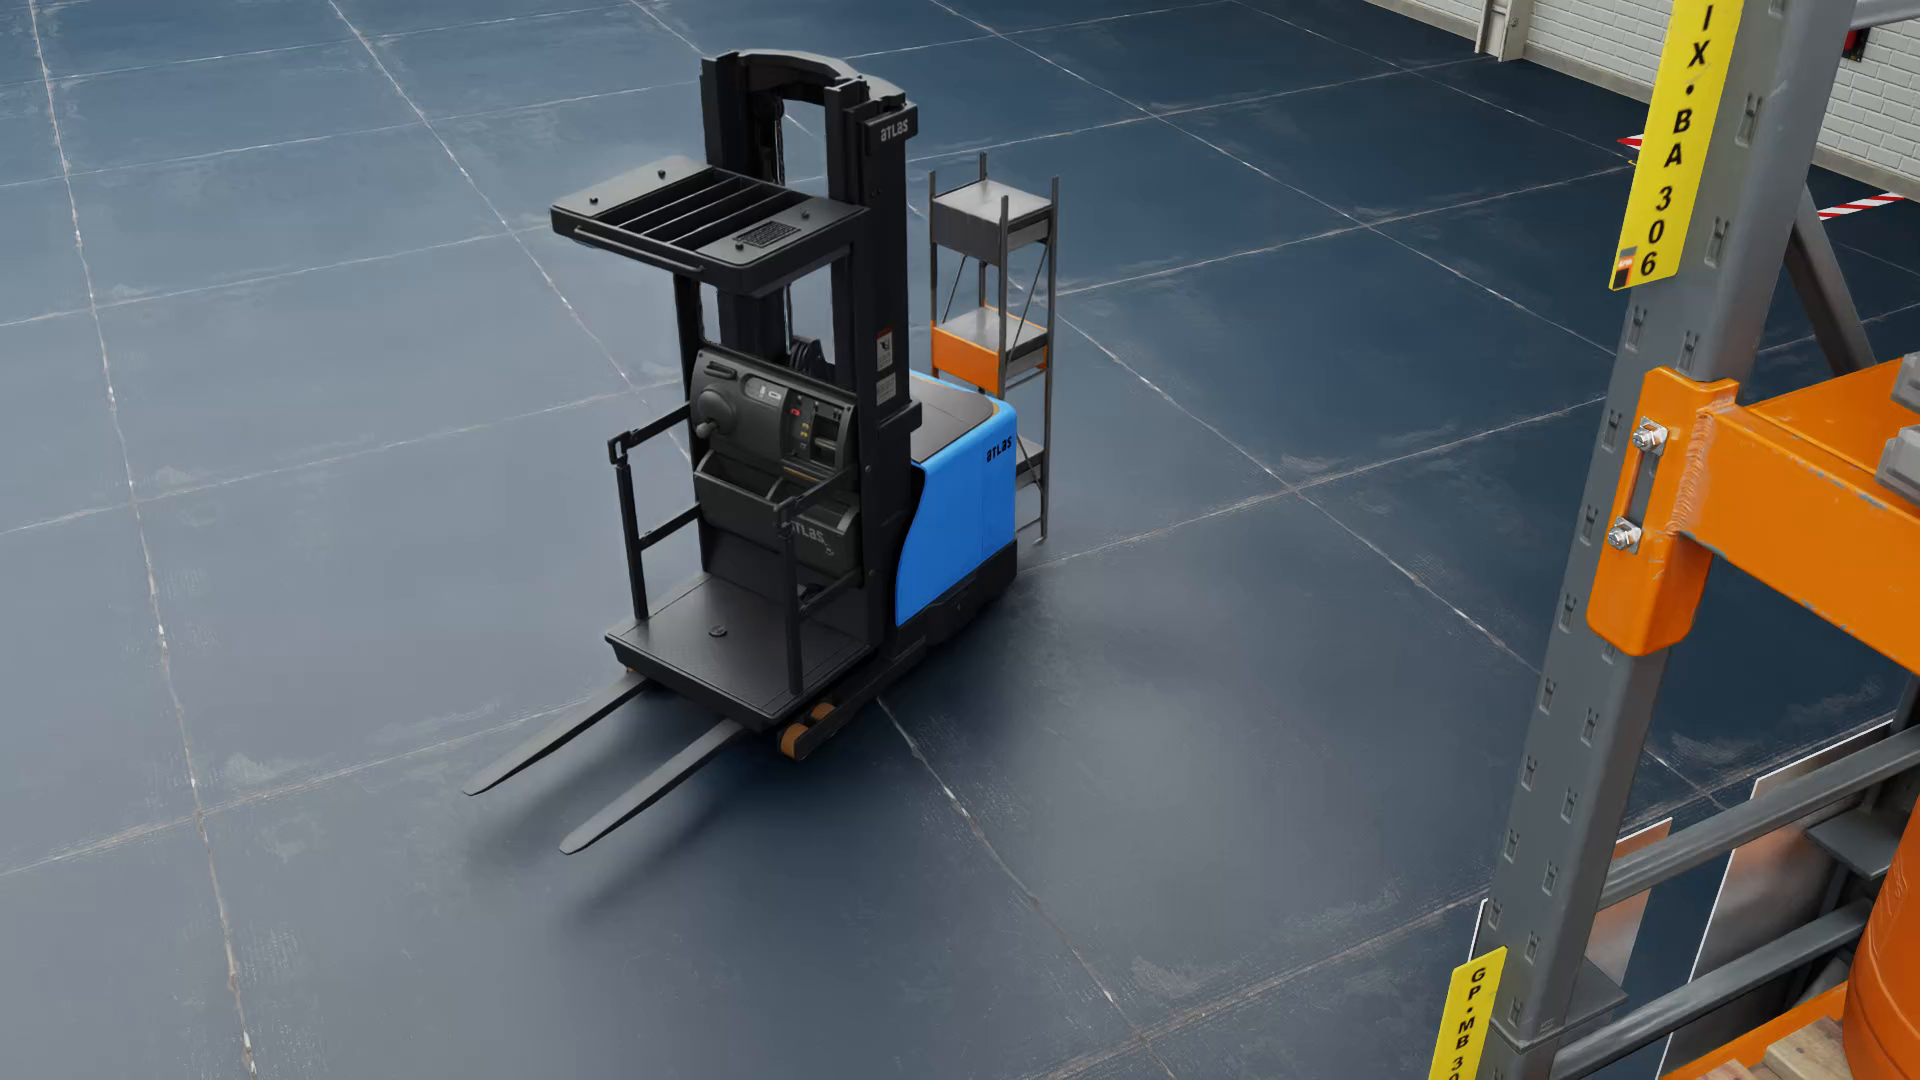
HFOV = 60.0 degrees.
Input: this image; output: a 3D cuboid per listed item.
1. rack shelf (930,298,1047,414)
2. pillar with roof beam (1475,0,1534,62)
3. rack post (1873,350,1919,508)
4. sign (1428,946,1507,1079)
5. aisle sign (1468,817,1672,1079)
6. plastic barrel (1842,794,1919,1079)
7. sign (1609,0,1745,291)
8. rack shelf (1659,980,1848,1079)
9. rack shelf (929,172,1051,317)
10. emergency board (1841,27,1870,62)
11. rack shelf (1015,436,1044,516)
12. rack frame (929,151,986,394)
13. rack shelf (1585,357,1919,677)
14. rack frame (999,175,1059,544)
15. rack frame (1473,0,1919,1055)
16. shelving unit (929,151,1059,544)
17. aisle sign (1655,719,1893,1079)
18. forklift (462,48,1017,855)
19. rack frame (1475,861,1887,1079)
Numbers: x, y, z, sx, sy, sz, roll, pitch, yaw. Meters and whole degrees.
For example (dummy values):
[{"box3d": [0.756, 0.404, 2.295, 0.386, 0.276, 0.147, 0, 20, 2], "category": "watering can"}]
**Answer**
[{"box3d": [0.165, -0.903, 8.739, 0.480, 0.518, 0.431, 28, 42, 36], "category": "rack shelf"}, {"box3d": [1.701, -7.668, 12.876, 9.100, 9.000, 0.400, -16, 36, -23], "category": "pillar with roof beam"}, {"box3d": [1.489, -0.045, 1.442, 0.937, 0.300, 0.954, -12, 35, -18], "category": "rack post"}, {"box3d": [0.760, 0.747, 2.514, 0.100, 0.325, 0.005, -16, 36, -23], "category": "sign"}, {"box3d": [0.956, 0.822, 2.776, 0.394, 0.787, 0.004, -16, 36, -23], "category": "aisle sign"}, {"box3d": [1.588, 0.457, 2.188, 0.600, 0.830, 0.708, -16, 36, -23], "category": "plastic barrel"}, {"box3d": [0.760, -0.424, 1.764, 0.100, 0.325, 0.005, -16, 36, -23], "category": "sign"}, {"box3d": [2.181, 1.872, 1.434, 1.077, 0.370, 4.000, -16, 36, -23], "category": "rack shelf"}, {"box3d": [0.165, -1.493, 8.361, 0.480, 0.518, 0.431, 28, 42, 36], "category": "rack shelf"}, {"box3d": [7.189, -4.550, 13.571, 0.194, 1.169, 0.643, -16, 36, -23], "category": "emergency board"}, {"box3d": [0.165, -0.314, 9.116, 0.480, 0.518, 0.431, 28, 42, 36], "category": "rack shelf"}, {"box3d": [-0.010, -1.006, 8.874, 0.015, 2.100, 0.400, 28, 42, 36], "category": "rack frame"}, {"box3d": [2.181, 0.777, 0.732, 1.077, 0.370, 4.000, -16, 36, -23], "category": "rack shelf"}, {"box3d": [0.340, -0.823, 8.588, 0.015, 2.100, 0.400, 28, 42, 36], "category": "rack frame"}, {"box3d": [1.249, -0.648, 1.920, 1.000, 3.000, 0.127, -16, 36, -23], "category": "rack frame"}, {"box3d": [0.165, -0.915, 8.731, 0.503, 2.100, 0.431, 28, 42, 36], "category": "shelving unit"}, {"box3d": [1.478, 0.674, 3.007, 0.394, 0.787, 0.004, -16, 36, -23], "category": "aisle sign"}, {"box3d": [-0.978, -0.519, 7.343, 1.130, 2.935, 3.031, 22, 39, 30], "category": "forklift"}, {"box3d": [1.249, 1.878, 3.539, 1.000, 3.000, 0.127, -16, 36, -23], "category": "rack frame"}]
